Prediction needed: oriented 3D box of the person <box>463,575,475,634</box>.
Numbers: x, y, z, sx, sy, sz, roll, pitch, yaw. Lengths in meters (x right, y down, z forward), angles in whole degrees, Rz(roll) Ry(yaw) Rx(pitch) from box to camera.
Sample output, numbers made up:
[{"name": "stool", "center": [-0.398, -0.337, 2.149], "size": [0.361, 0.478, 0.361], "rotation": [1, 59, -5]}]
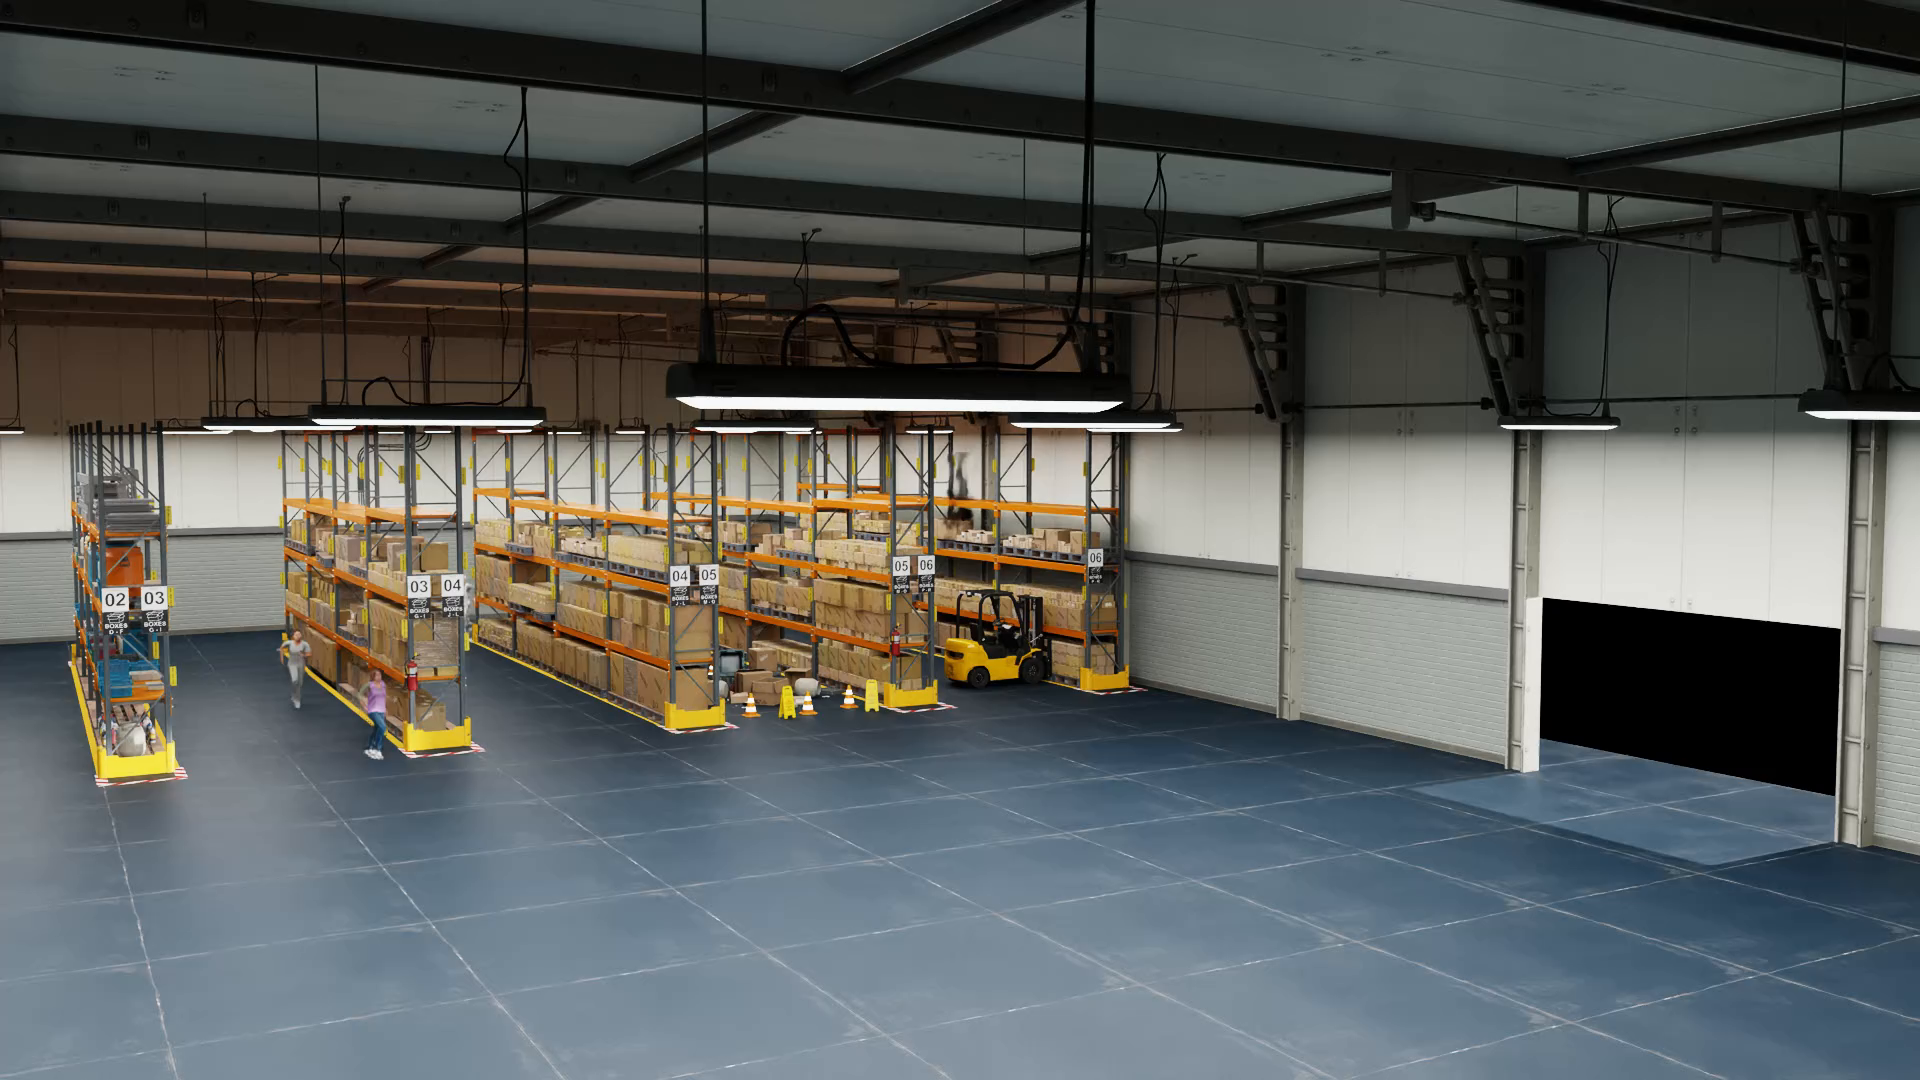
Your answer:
[{"name": "person", "center": [-14.124, 1.885, 47.516], "size": [0.700, 1.829, 0.835], "rotation": [2, 4, 25]}]

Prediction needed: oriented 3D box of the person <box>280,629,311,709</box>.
[{"name": "person", "center": [-14.064, 2.716, 35.234], "size": [0.589, 1.674, 0.815], "rotation": [-2, 4, -27]}]

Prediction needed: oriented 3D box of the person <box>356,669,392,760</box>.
[{"name": "person", "center": [-10.385, 3.095, 29.638], "size": [0.606, 1.608, 0.512], "rotation": [2, 4, 30]}]
